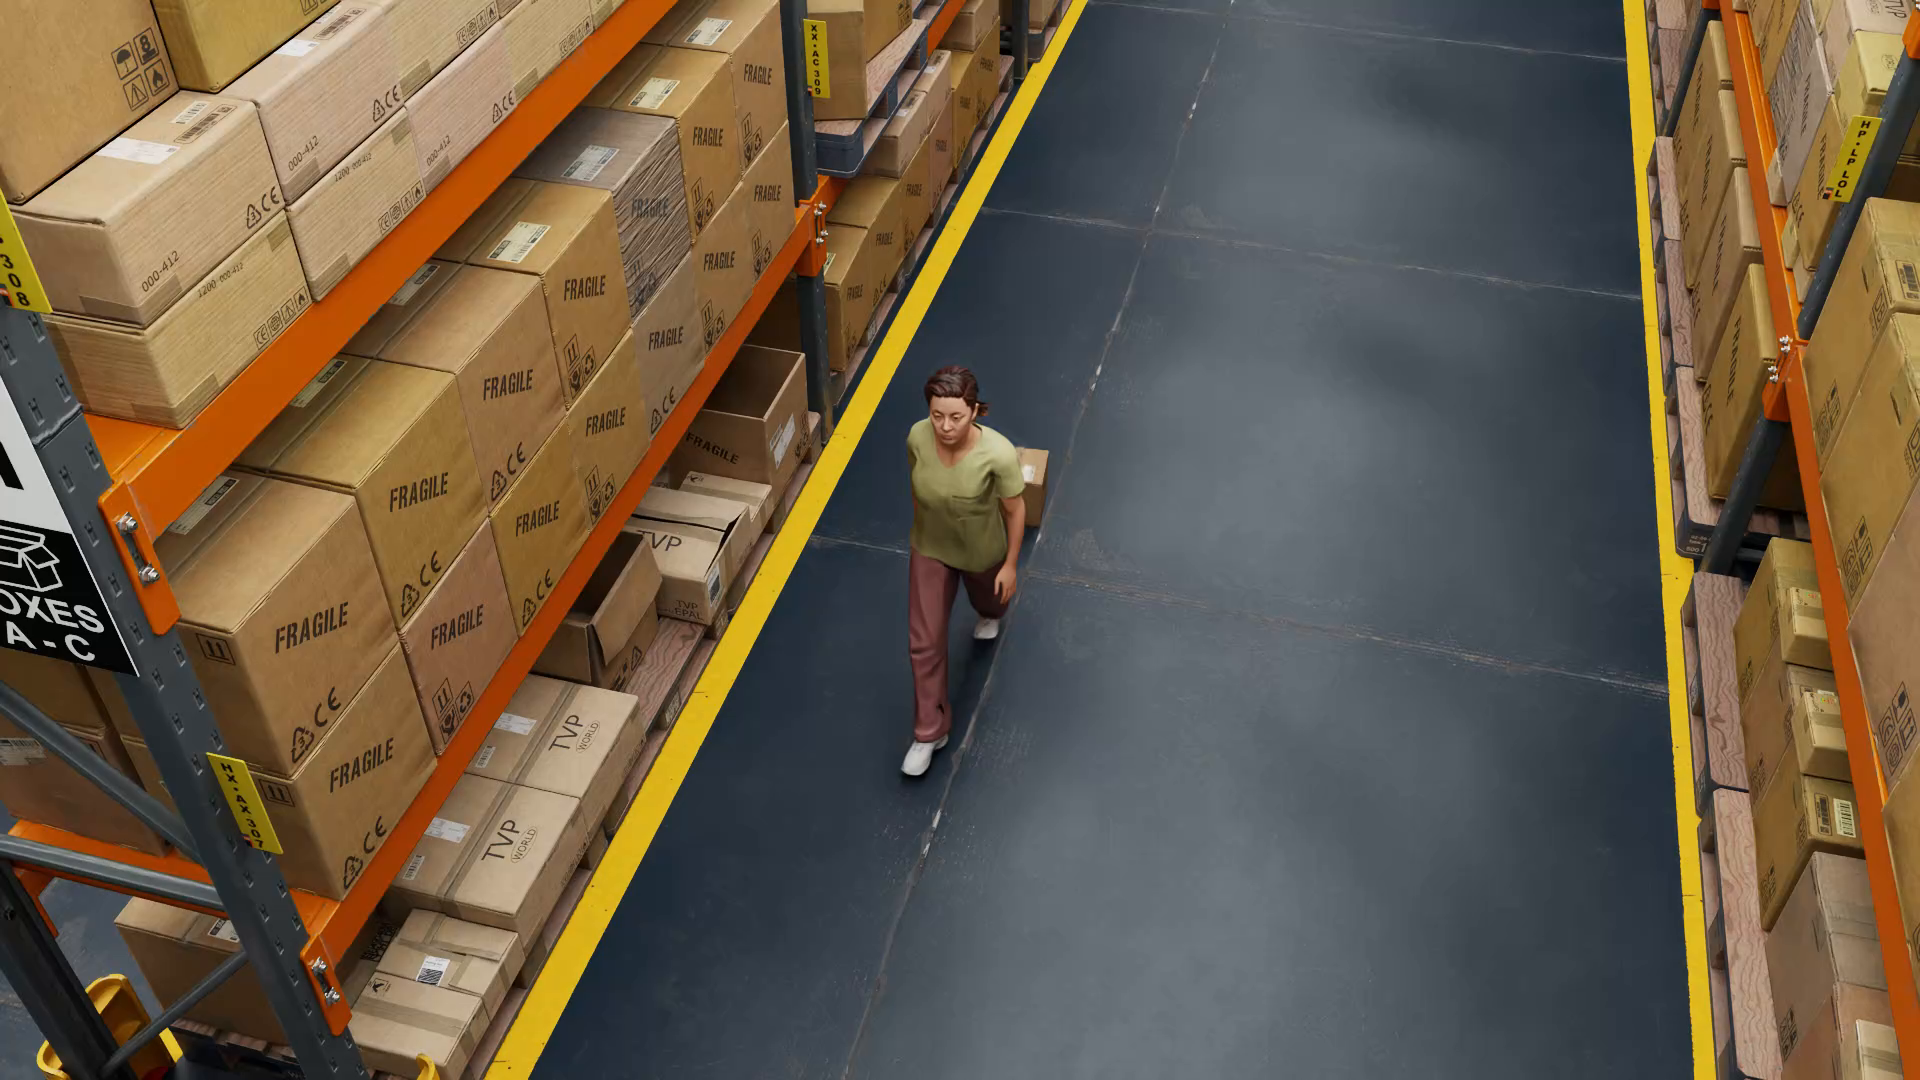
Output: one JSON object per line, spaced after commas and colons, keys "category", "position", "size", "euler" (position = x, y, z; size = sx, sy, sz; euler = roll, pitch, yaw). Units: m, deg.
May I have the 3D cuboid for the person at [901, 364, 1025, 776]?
{"category": "person", "position": [0.021, 0.011, 6.161], "size": [0.461, 1.620, 1.037], "euler": [9, 42, 11]}
